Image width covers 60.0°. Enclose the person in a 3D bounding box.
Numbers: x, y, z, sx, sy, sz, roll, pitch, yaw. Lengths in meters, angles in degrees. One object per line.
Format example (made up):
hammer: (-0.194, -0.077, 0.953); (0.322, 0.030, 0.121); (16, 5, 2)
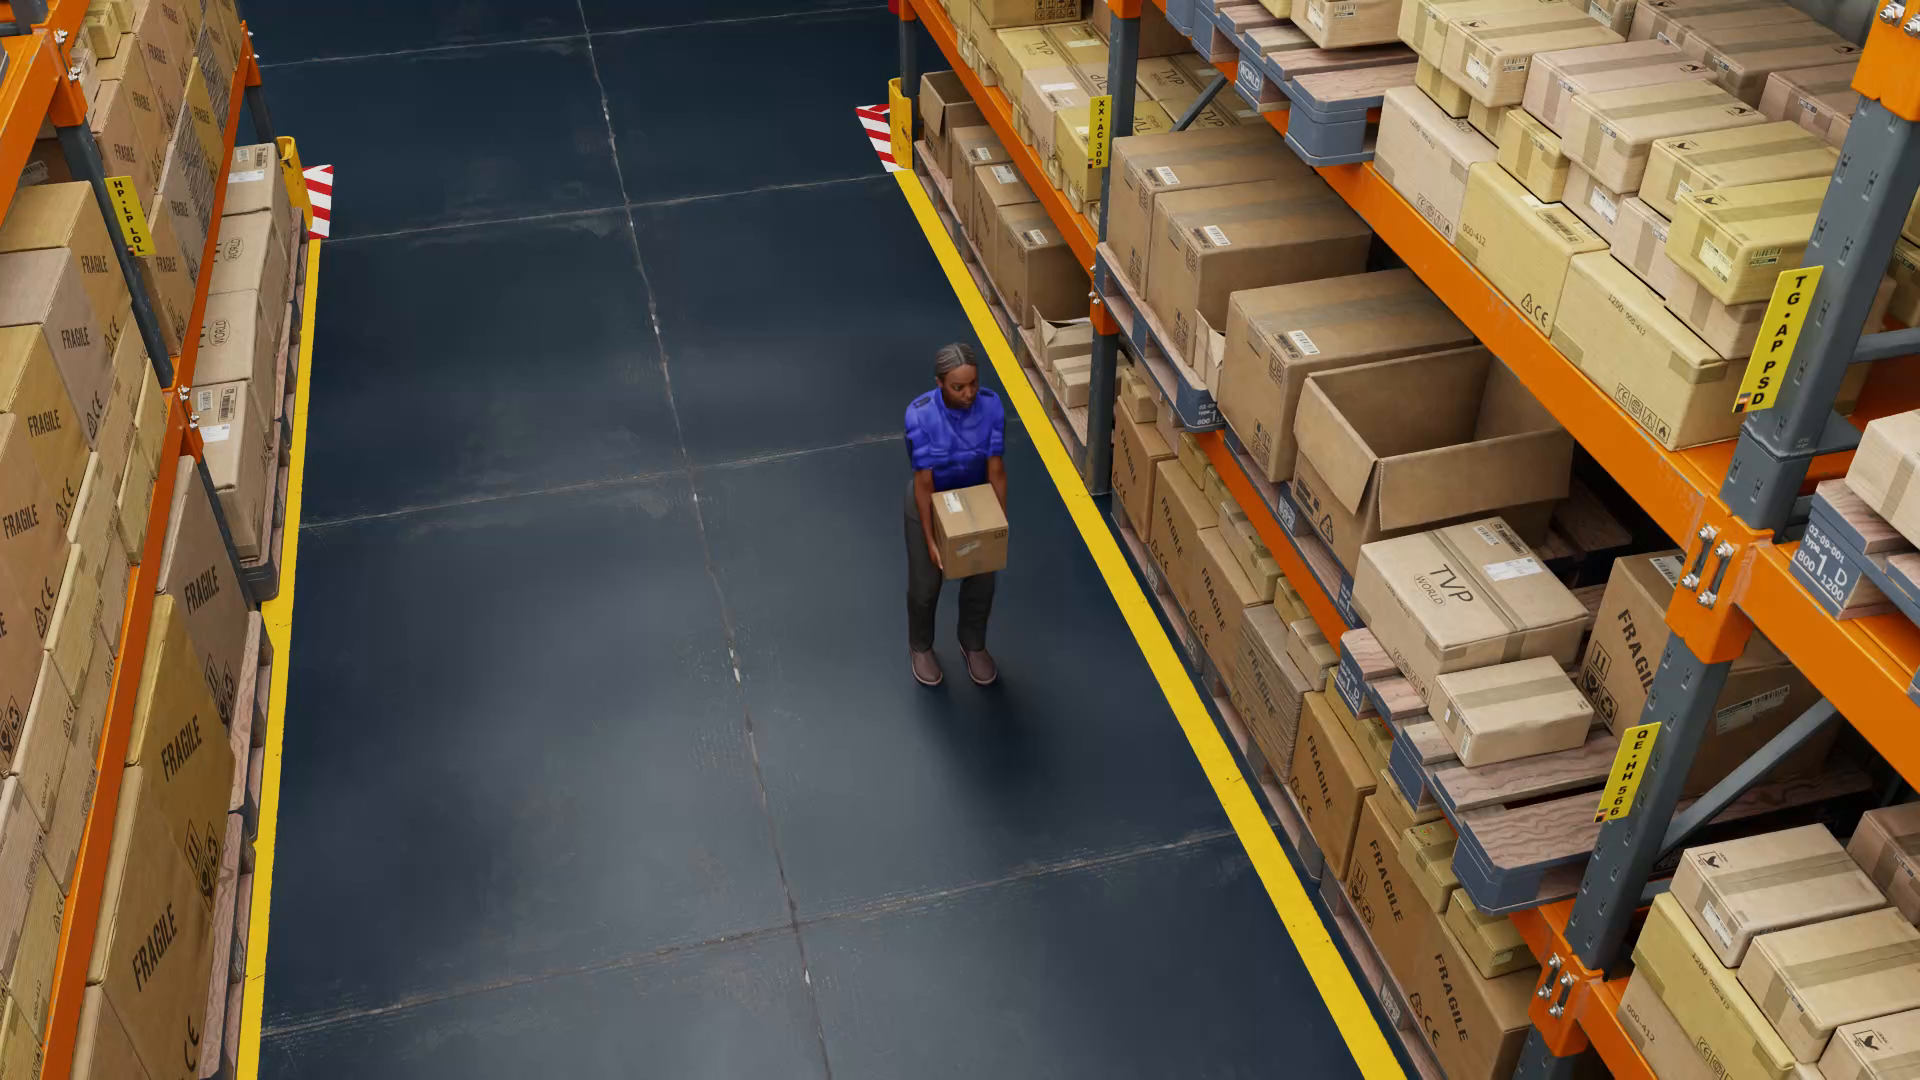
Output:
person: (-0.006, -0.070, 6.819); (0.413, 1.652, 0.521); (-10, 40, -13)
